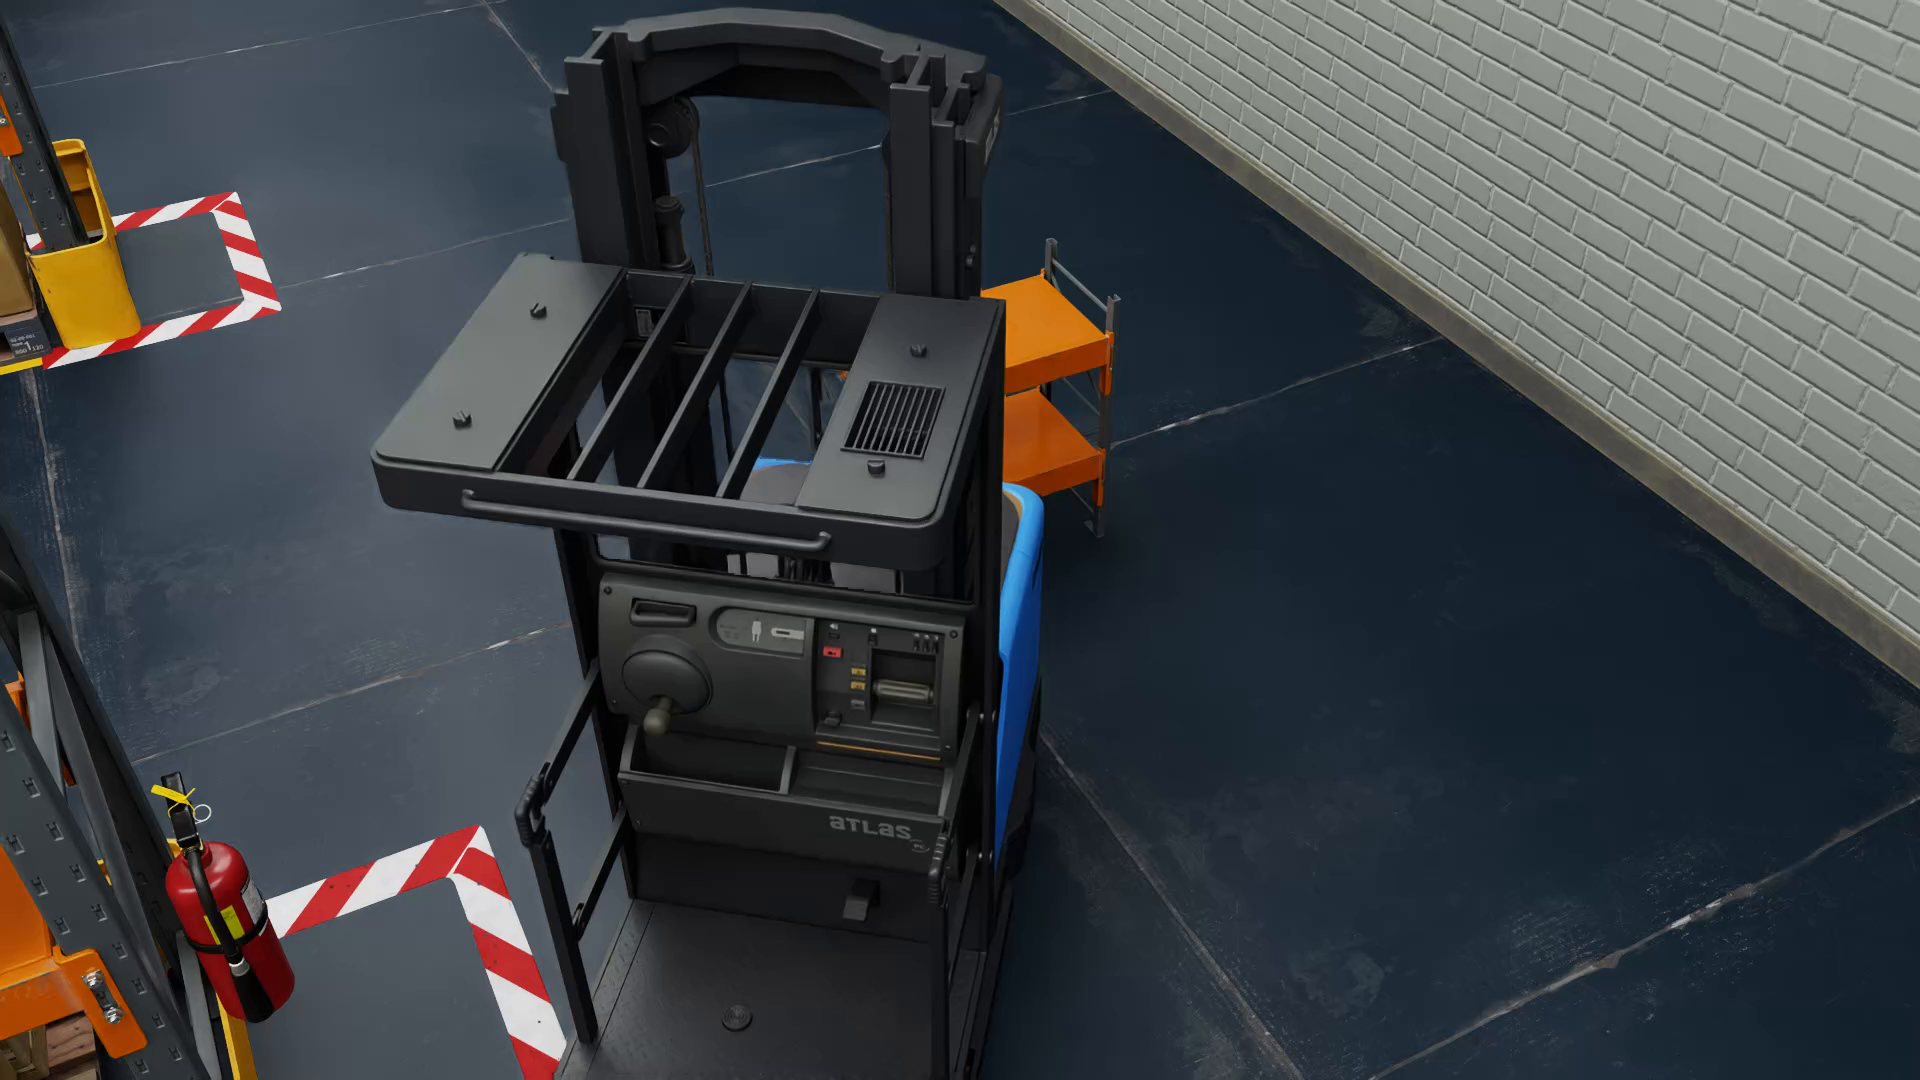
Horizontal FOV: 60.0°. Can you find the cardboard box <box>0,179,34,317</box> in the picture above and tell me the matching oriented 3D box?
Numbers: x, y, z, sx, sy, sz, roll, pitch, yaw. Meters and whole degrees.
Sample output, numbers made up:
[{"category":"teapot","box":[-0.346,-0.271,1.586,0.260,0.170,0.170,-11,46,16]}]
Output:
[{"category":"cardboard box","box":[-4.859,-1.514,7.536,0.875,0.875,0.875,-19,44,-21]}]

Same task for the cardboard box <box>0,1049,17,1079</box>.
[{"category":"cardboard box","box":[-2.480,1.475,4.107,0.250,0.149,0.380,-18,43,-20]}]

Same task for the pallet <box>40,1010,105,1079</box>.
[{"category":"pallet","box":[-2.931,1.780,4.484,1.213,0.211,1.003,-19,44,-21]}]

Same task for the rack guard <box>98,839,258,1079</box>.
[{"category":"rack guard","box":[-2.194,1.448,4.653,0.348,0.500,1.175,-19,44,-21]}]

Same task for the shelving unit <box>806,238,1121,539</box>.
[{"category":"shelving unit","box":[0.006,-0.431,6.389,1.048,1.125,0.538,-19,44,-21]}]

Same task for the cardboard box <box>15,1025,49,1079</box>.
[{"category":"cardboard box","box":[-2.740,1.372,4.690,0.250,0.149,0.380,-18,43,-20]}]

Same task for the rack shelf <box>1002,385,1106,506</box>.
[{"category":"rack shelf","box":[0.006,-0.245,6.547,1.000,0.278,0.538,-19,44,-21]}]

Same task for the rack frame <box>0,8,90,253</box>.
[{"category":"rack frame","box":[-4.329,-2.402,7.265,0.127,3.000,1.000,-19,44,-21]}]

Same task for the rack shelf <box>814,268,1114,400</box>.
[{"category":"rack shelf","box":[0.006,-0.655,6.200,1.000,0.278,0.538,-19,44,-21]}]

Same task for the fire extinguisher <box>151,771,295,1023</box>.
[{"category":"fire extinguisher","box":[-1.690,0.832,3.794,0.183,0.674,0.296,-19,44,-21]}]

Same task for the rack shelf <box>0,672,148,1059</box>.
[{"category":"rack shelf","box":[-3.901,1.342,3.399,4.000,0.370,1.077,-19,44,-21]}]

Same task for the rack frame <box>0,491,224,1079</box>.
[{"category":"rack frame","box":[-2.127,0.471,3.872,0.127,3.000,1.000,-19,44,-21]}]

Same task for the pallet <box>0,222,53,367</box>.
[{"category":"pallet","box":[-5.002,-1.054,7.832,1.213,0.211,1.003,-19,44,-21]}]

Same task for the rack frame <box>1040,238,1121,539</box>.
[{"category":"rack frame","box":[0.457,-0.583,6.568,0.032,1.125,0.500,-19,44,-21]}]

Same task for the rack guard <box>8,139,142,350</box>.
[{"category":"rack guard","box":[-4.307,-1.455,8.082,0.348,0.500,1.175,-19,44,-21]}]

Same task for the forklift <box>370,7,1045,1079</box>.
[{"category":"forklift","box":[-0.490,0.408,3.999,1.130,2.935,3.031,7,41,8]}]

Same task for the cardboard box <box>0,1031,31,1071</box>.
[{"category":"cardboard box","box":[-2.710,1.294,4.550,0.250,0.149,0.380,-17,43,-19]}]

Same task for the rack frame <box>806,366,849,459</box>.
[{"category":"rack frame","box":[-0.445,-0.280,6.210,0.032,1.125,0.500,-19,44,-21]}]

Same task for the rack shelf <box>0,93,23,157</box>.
[{"category":"rack shelf","box":[-6.102,-1.530,6.793,4.000,0.370,1.077,-19,44,-21]}]
